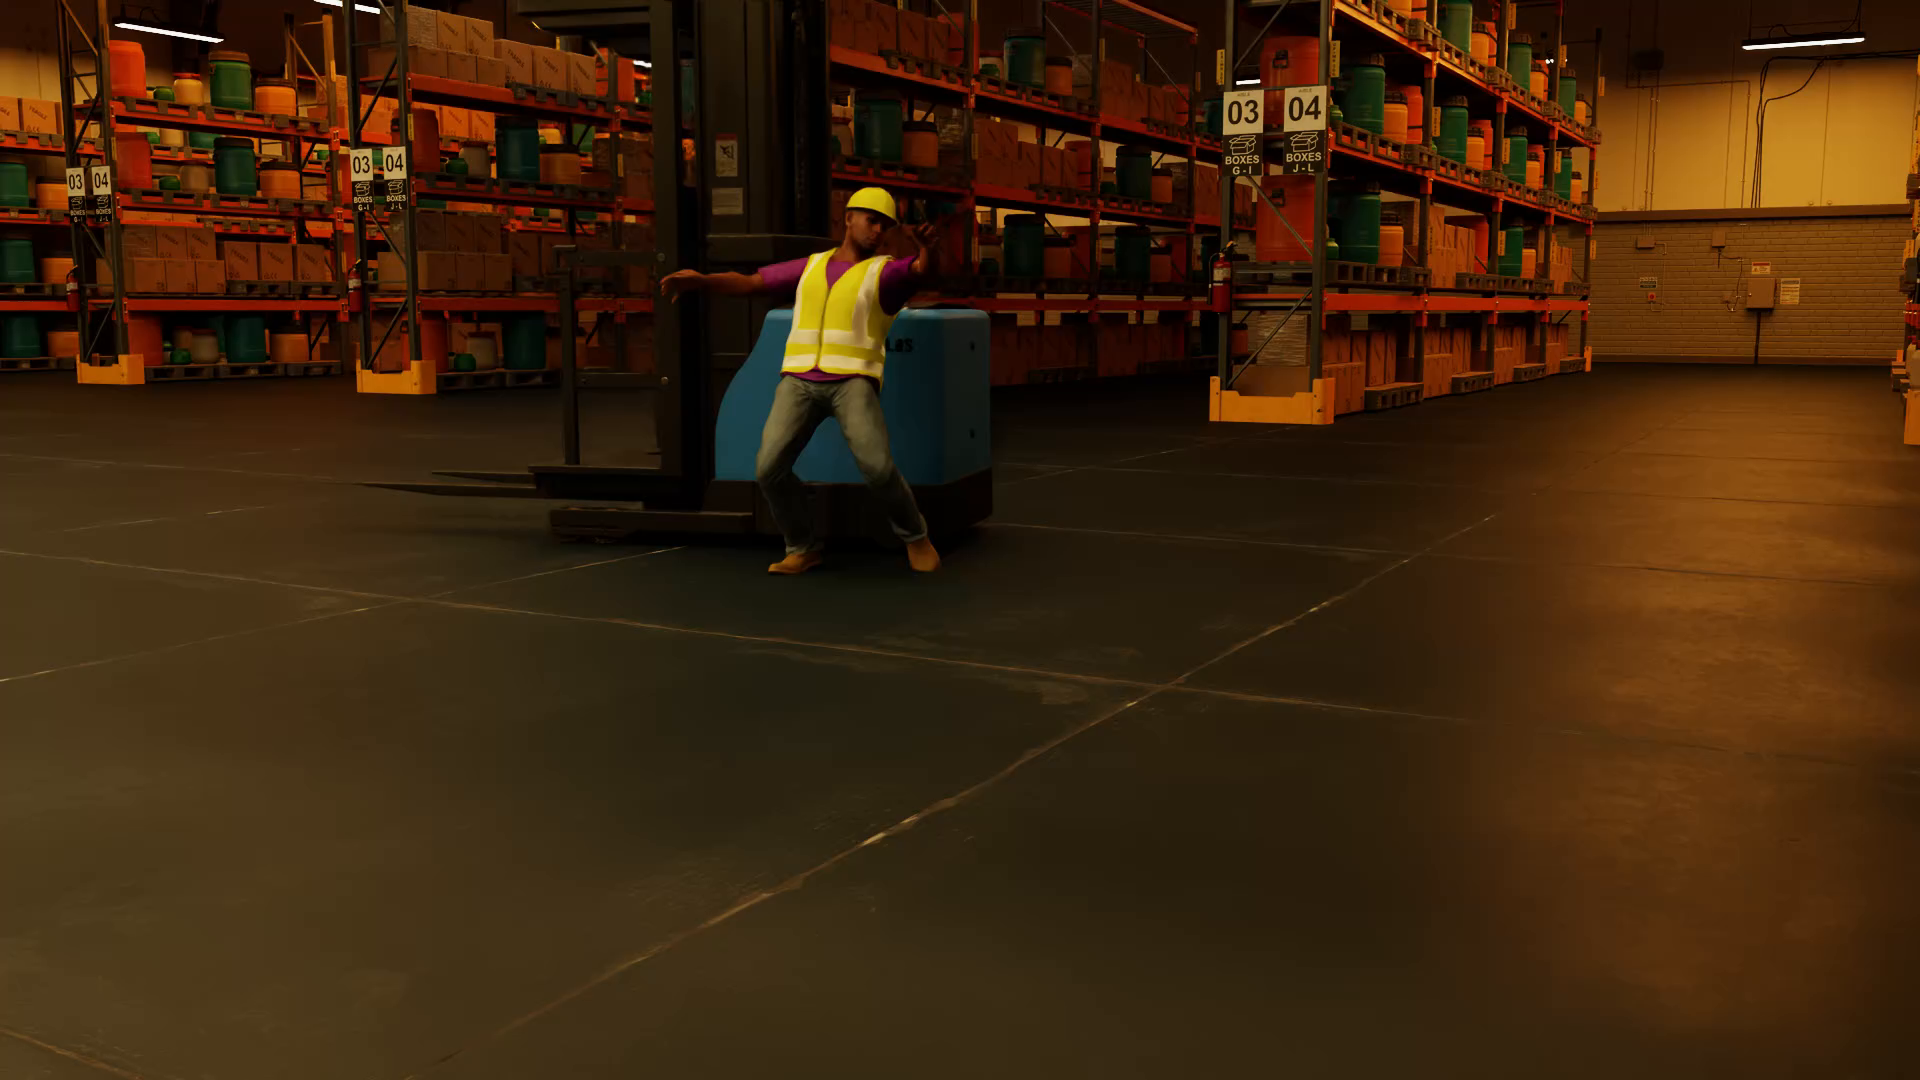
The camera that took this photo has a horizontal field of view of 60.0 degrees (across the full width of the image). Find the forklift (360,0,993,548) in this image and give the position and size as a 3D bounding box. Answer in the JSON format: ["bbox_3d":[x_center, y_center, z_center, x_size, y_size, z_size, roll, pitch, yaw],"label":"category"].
[{"bbox_3d":[-1.414,-1.500,7.964,3.031,2.935,1.130,2,8,15],"label":"forklift"}]

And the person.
[{"bbox_3d":[-0.535,-0.624,6.780,1.162,1.635,0.723,3,8,19],"label":"person"}]
